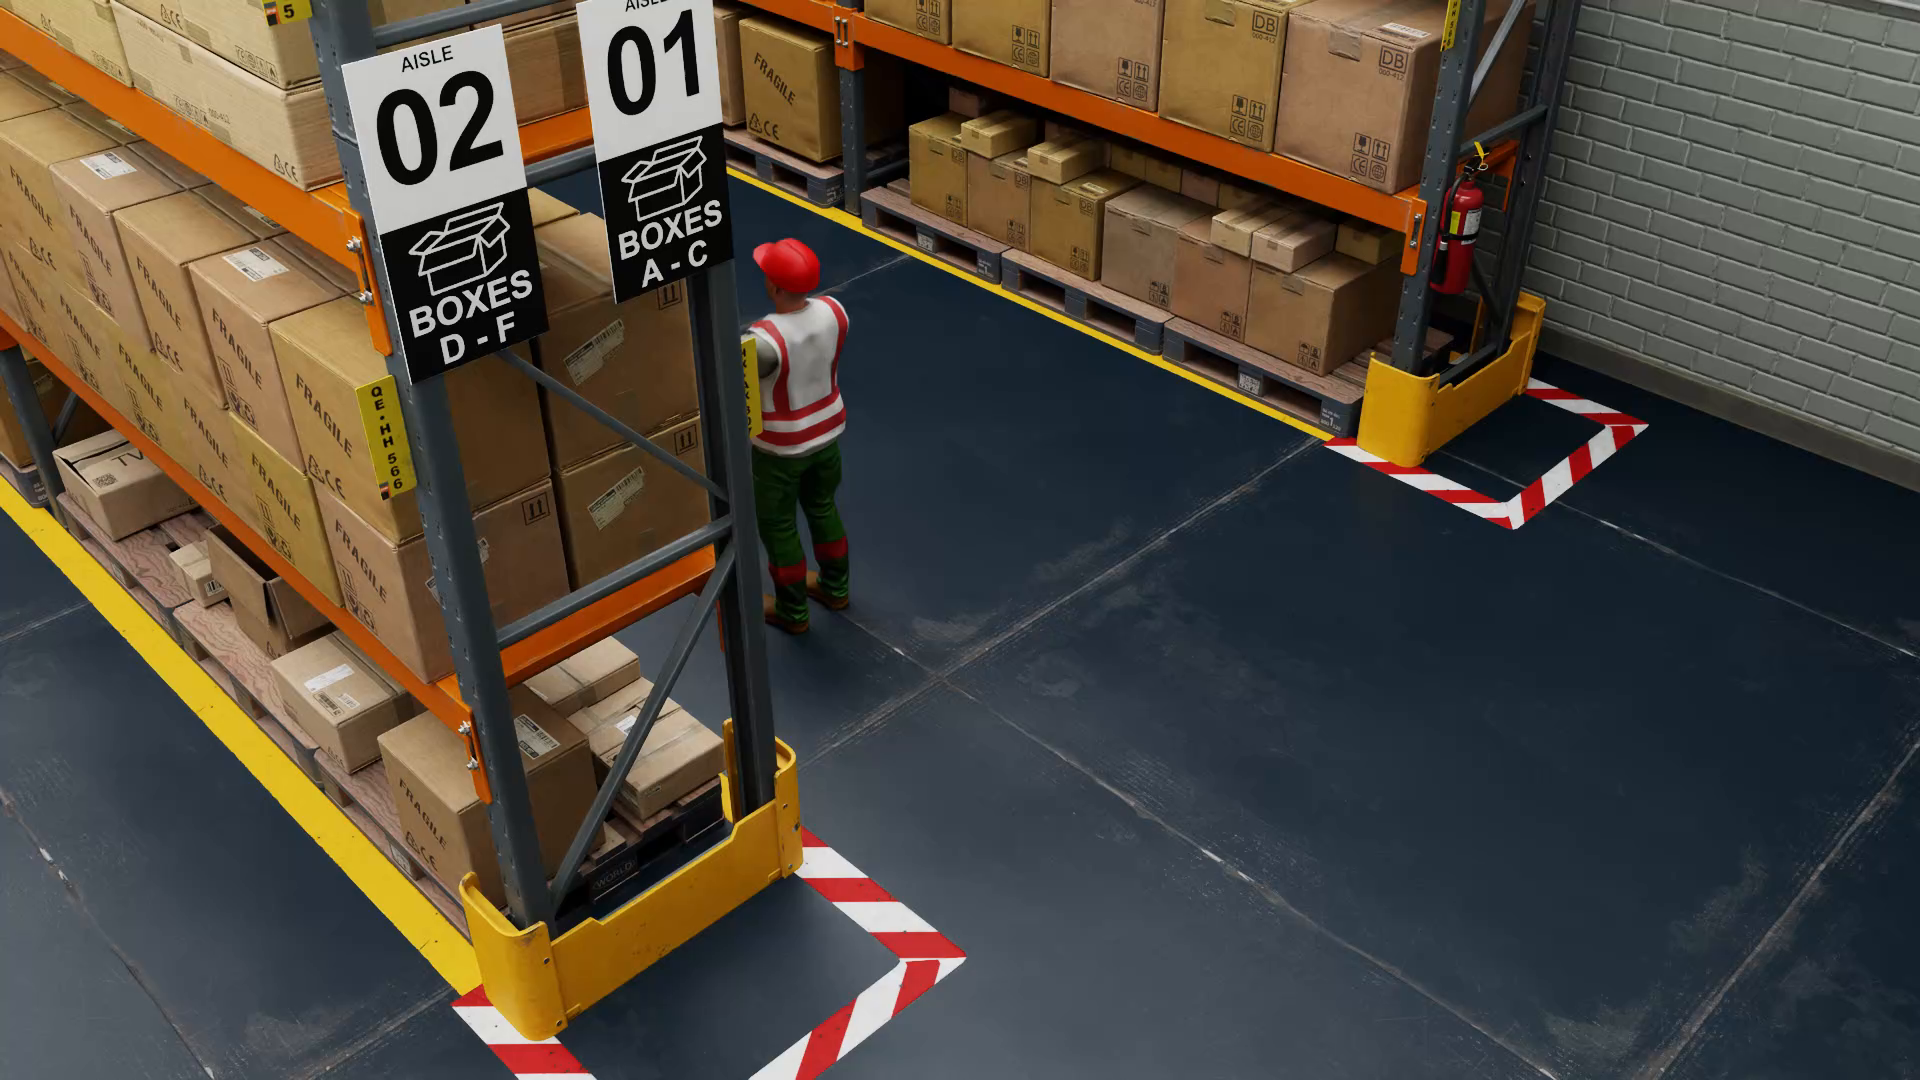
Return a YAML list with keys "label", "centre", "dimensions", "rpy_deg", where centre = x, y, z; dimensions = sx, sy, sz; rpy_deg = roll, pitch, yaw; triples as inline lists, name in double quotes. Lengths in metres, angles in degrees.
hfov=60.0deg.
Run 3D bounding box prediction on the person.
- label: "person"
  centre: [-0.742, -0.454, 6.775]
  dimensions: [0.494, 1.782, 0.570]
  rpy_deg: [-29, 44, -35]
